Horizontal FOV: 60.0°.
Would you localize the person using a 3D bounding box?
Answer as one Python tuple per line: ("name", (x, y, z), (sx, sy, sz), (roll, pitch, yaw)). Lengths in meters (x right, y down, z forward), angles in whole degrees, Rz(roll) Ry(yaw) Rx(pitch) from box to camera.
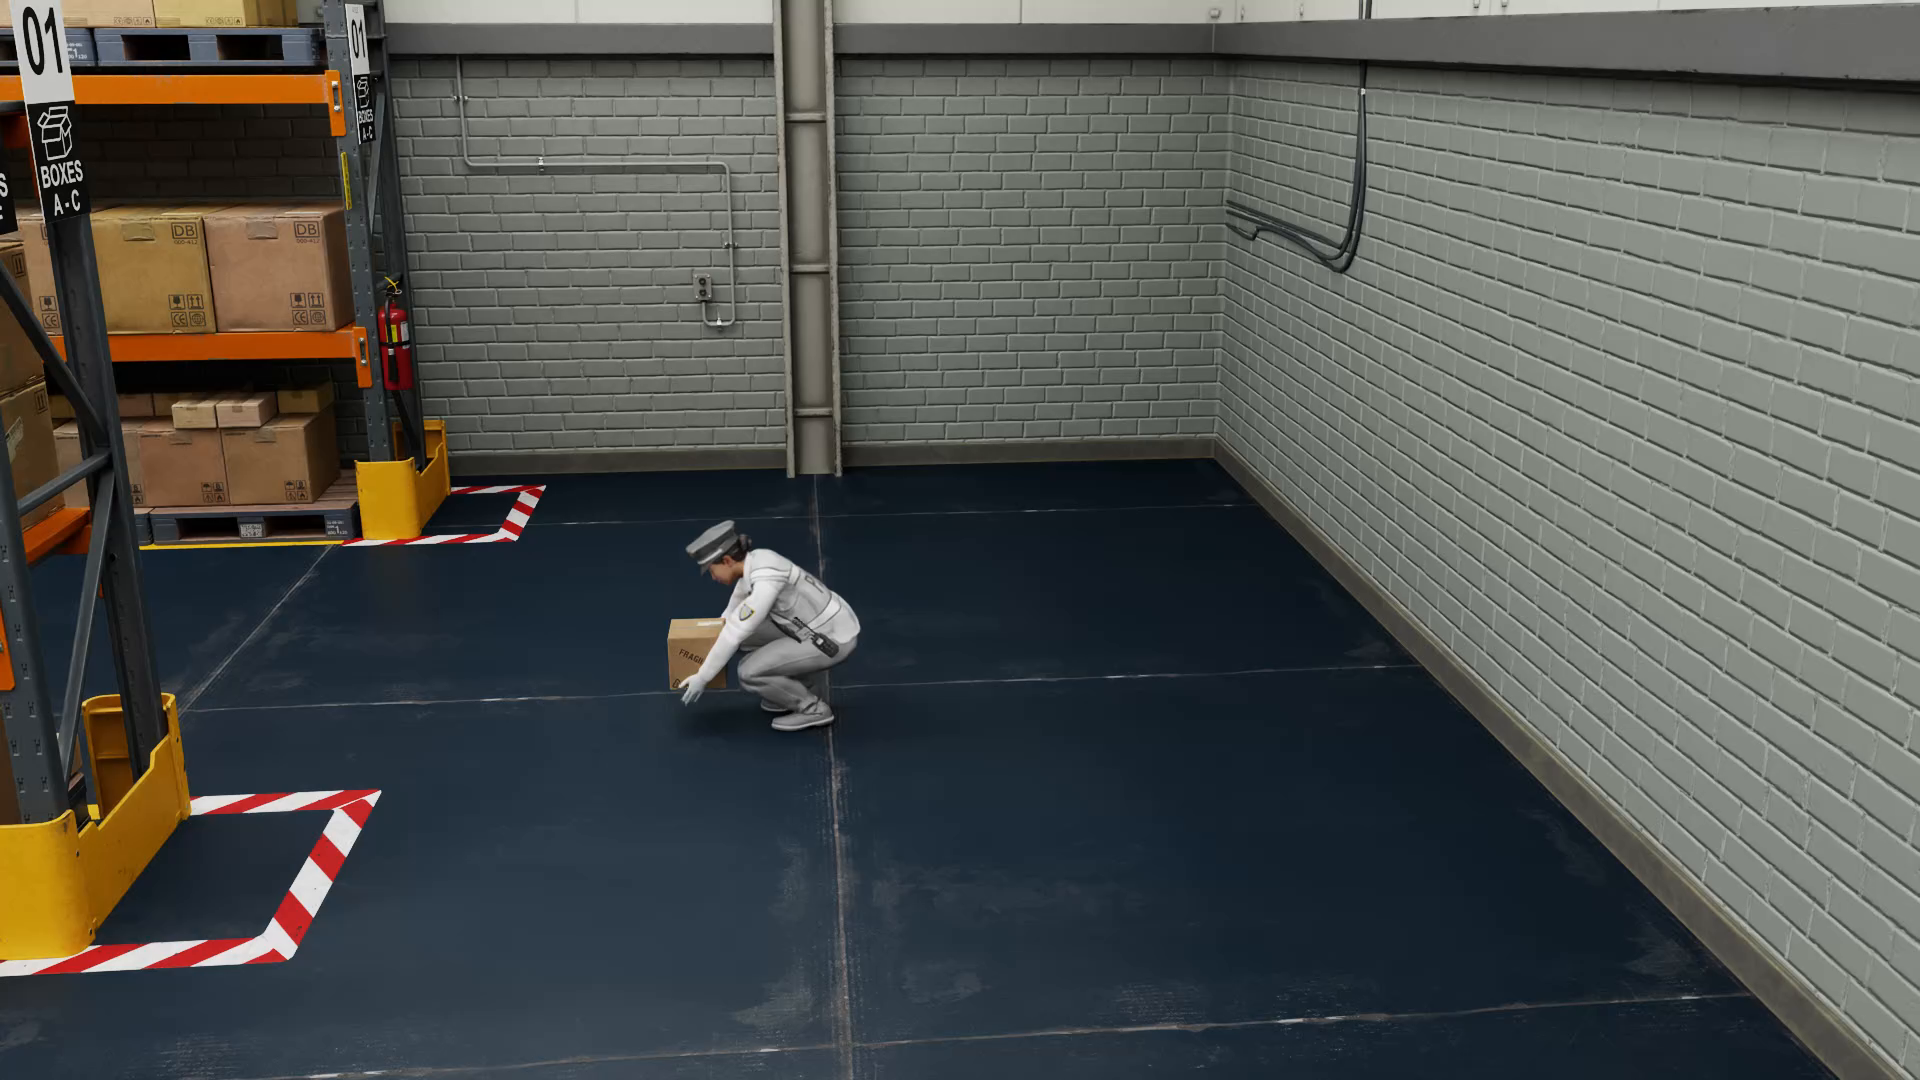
("person", (-0.869, 0.365, 7.563), (0.826, 0.970, 0.489), (-2, 17, -6))
